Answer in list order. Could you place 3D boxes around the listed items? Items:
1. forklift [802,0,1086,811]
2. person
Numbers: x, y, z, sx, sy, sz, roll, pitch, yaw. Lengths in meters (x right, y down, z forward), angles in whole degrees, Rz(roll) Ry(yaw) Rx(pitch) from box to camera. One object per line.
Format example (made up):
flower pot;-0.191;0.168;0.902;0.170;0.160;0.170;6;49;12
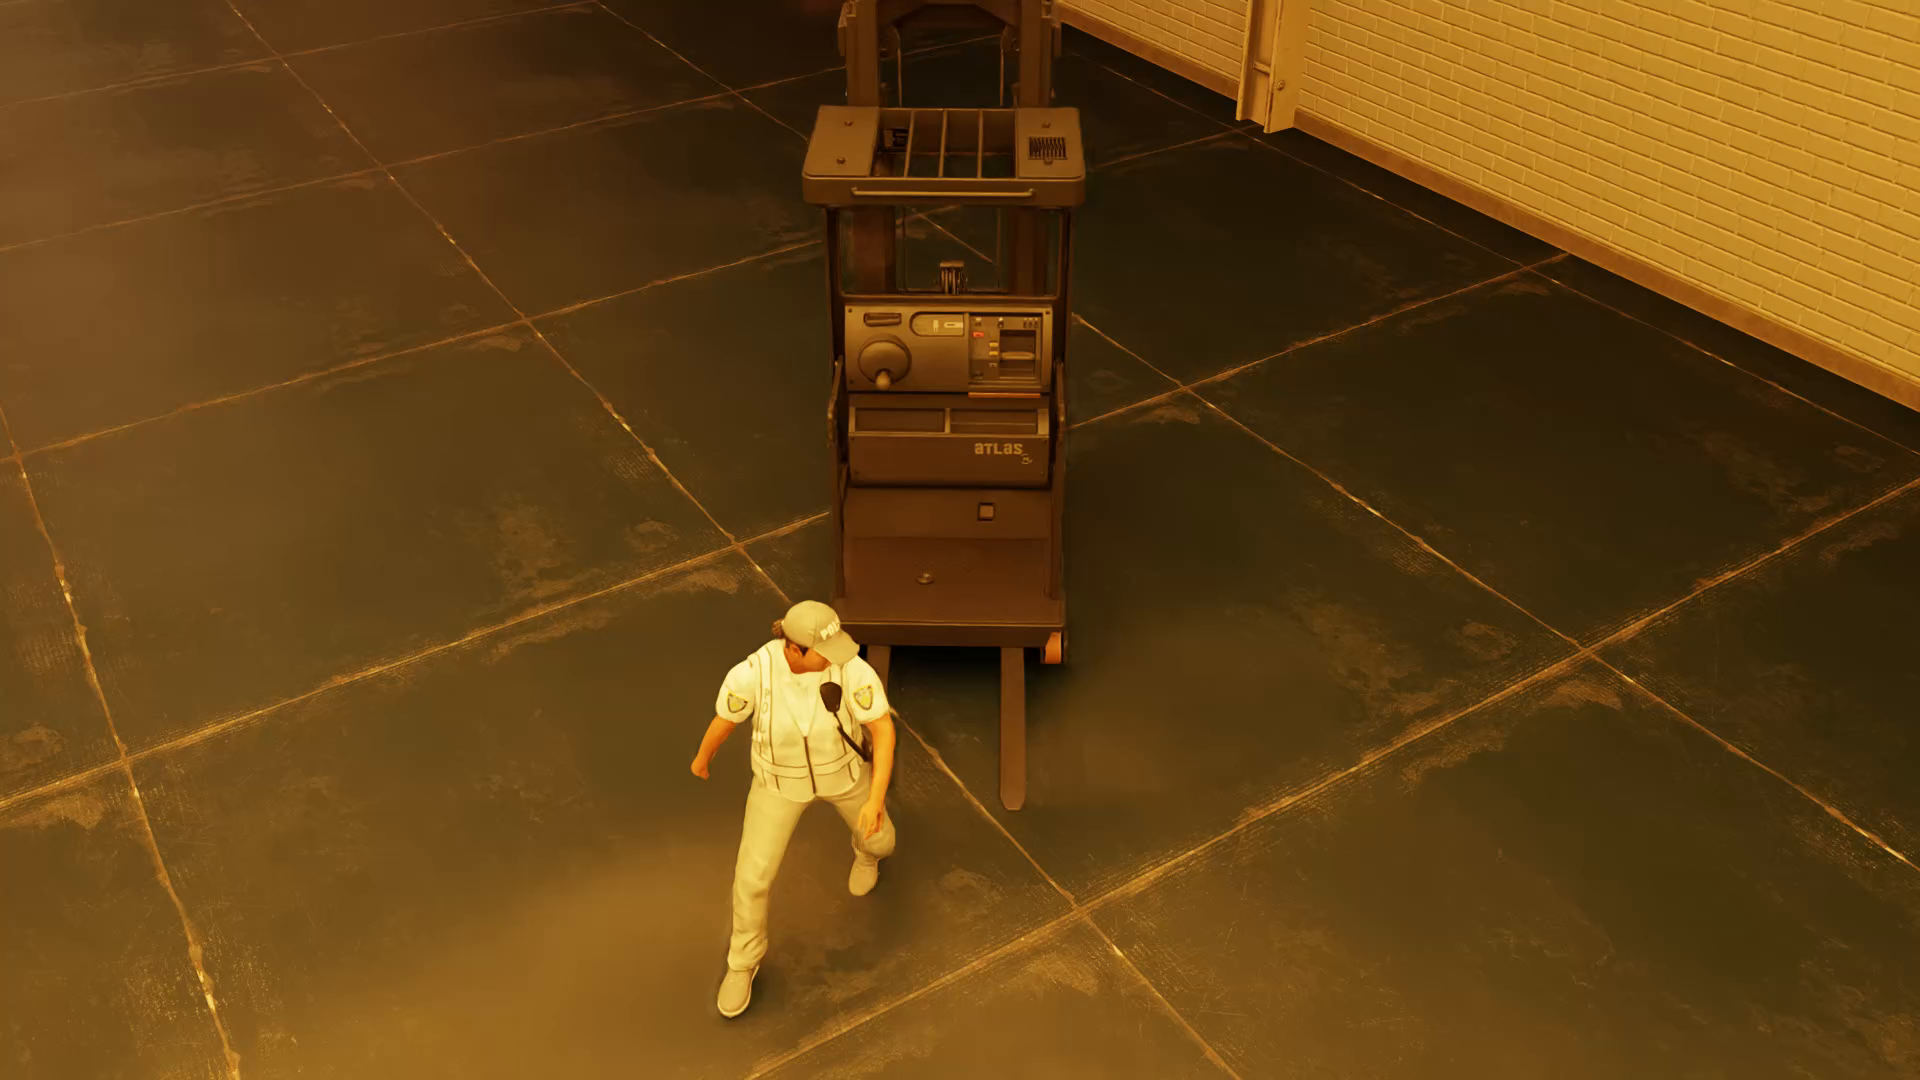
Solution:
forklift;-0.053;-0.797;7.281;1.130;2.935;3.031;1;35;1
person;-0.605;0.894;6.088;0.743;1.585;0.783;-7;36;-9
